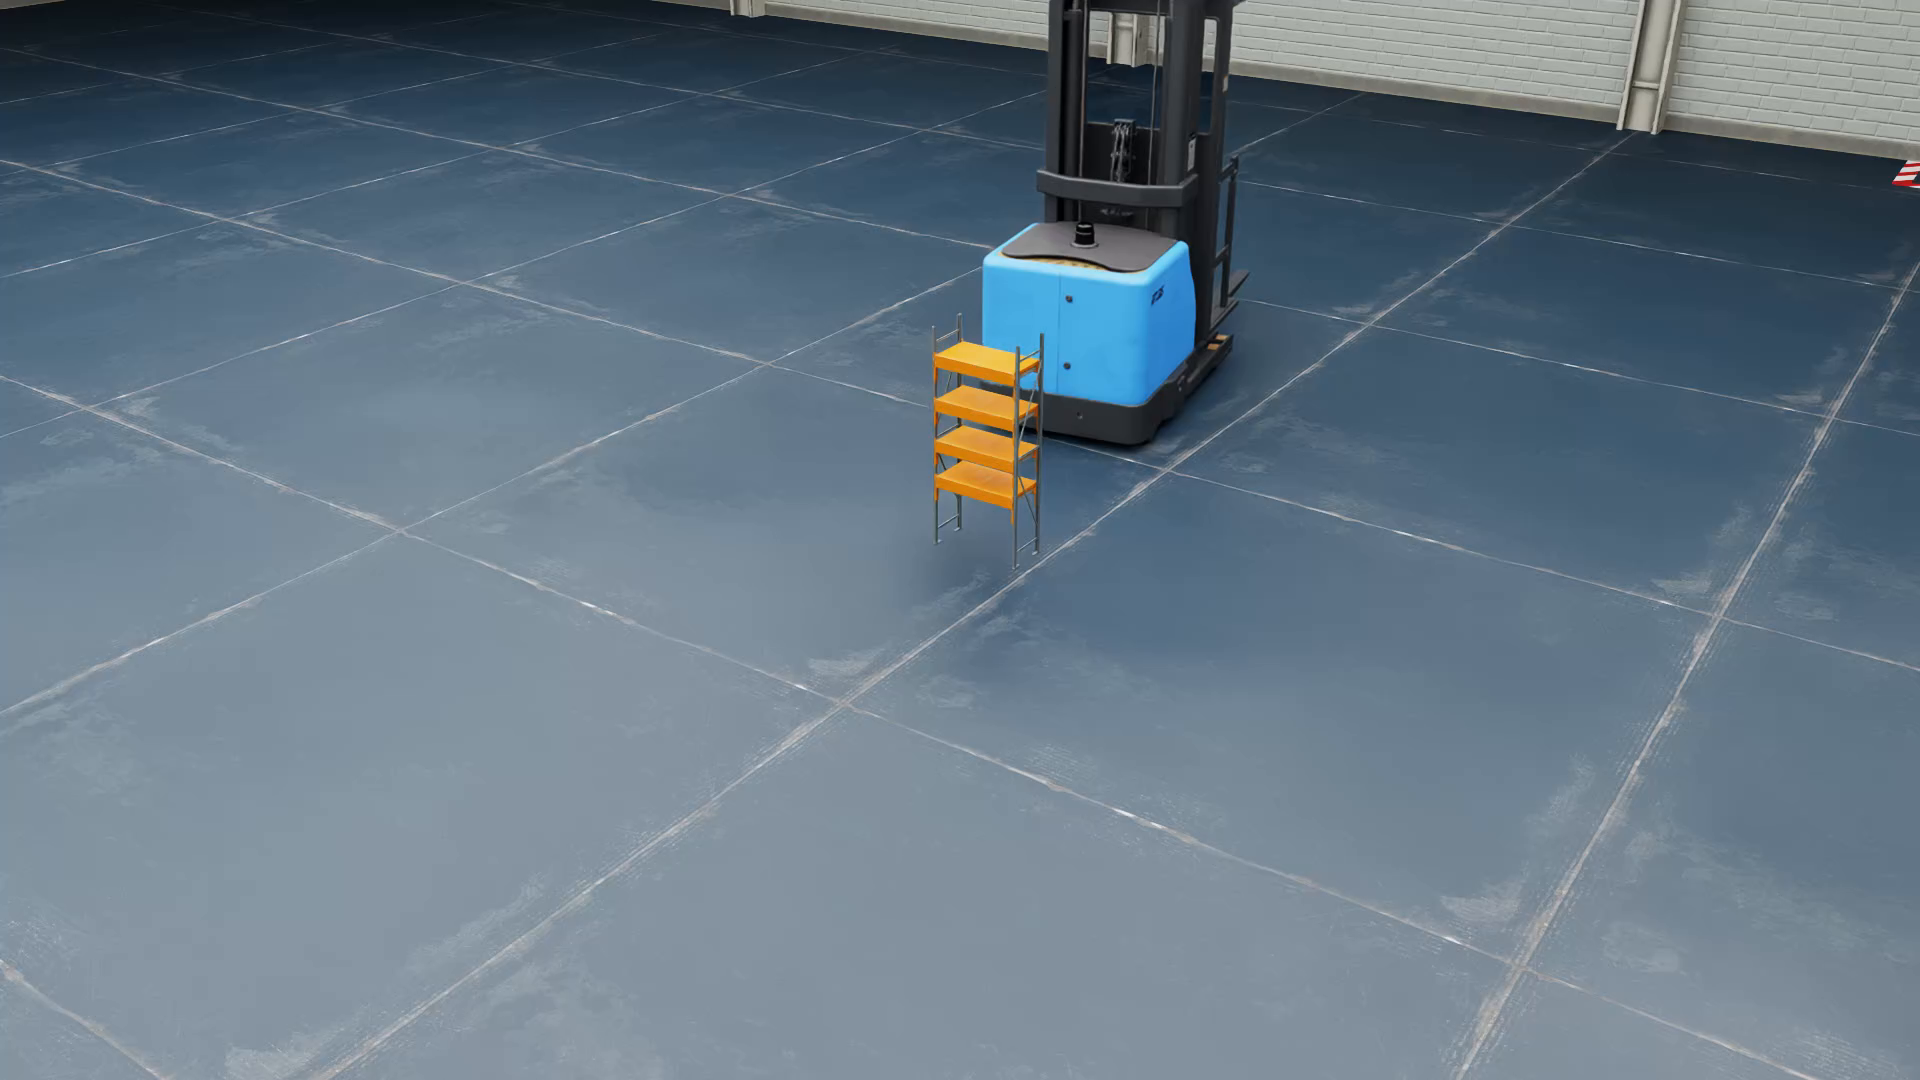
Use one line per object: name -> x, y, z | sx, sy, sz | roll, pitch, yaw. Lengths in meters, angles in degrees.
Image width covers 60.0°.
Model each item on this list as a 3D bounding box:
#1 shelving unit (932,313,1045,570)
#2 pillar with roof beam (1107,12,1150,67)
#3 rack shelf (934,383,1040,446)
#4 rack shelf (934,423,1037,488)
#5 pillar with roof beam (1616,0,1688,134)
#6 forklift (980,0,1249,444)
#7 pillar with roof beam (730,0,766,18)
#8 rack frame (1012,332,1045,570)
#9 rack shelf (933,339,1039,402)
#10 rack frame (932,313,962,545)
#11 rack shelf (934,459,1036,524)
shelving unit -> 0.136, -0.492, 8.394 | 0.503, 1.200, 0.258 | 17, 32, 30
pillar with roof beam -> -0.425, -8.148, 14.839 | 0.400, 9.000, 9.100 | 17, 32, 30
rack shelf -> 0.136, -0.632, 8.323 | 0.480, 0.148, 0.258 | 17, 32, 30
rack shelf -> 0.136, -0.432, 8.425 | 0.480, 0.148, 0.258 | 17, 32, 30
pillar with roof beam -> 4.521, -6.607, 11.811 | 0.400, 9.000, 9.100 | 17, 32, 30
forklift -> 1.181, -2.506, 10.443 | 1.130, 2.935, 3.031 | 11, 29, 21
pillar with roof beam -> -5.370, -9.688, 17.866 | 0.400, 9.000, 9.100 | 17, 32, 30
rack frame -> 0.338, -0.430, 8.271 | 0.015, 1.200, 0.240 | 17, 32, 30
rack shelf -> 0.136, -0.842, 8.216 | 0.480, 0.148, 0.258 | 17, 32, 30
rack frame -> -0.065, -0.555, 8.517 | 0.015, 1.200, 0.240 | 17, 32, 30
rack shelf -> 0.136, -0.255, 8.515 | 0.480, 0.148, 0.258 | 17, 32, 30
